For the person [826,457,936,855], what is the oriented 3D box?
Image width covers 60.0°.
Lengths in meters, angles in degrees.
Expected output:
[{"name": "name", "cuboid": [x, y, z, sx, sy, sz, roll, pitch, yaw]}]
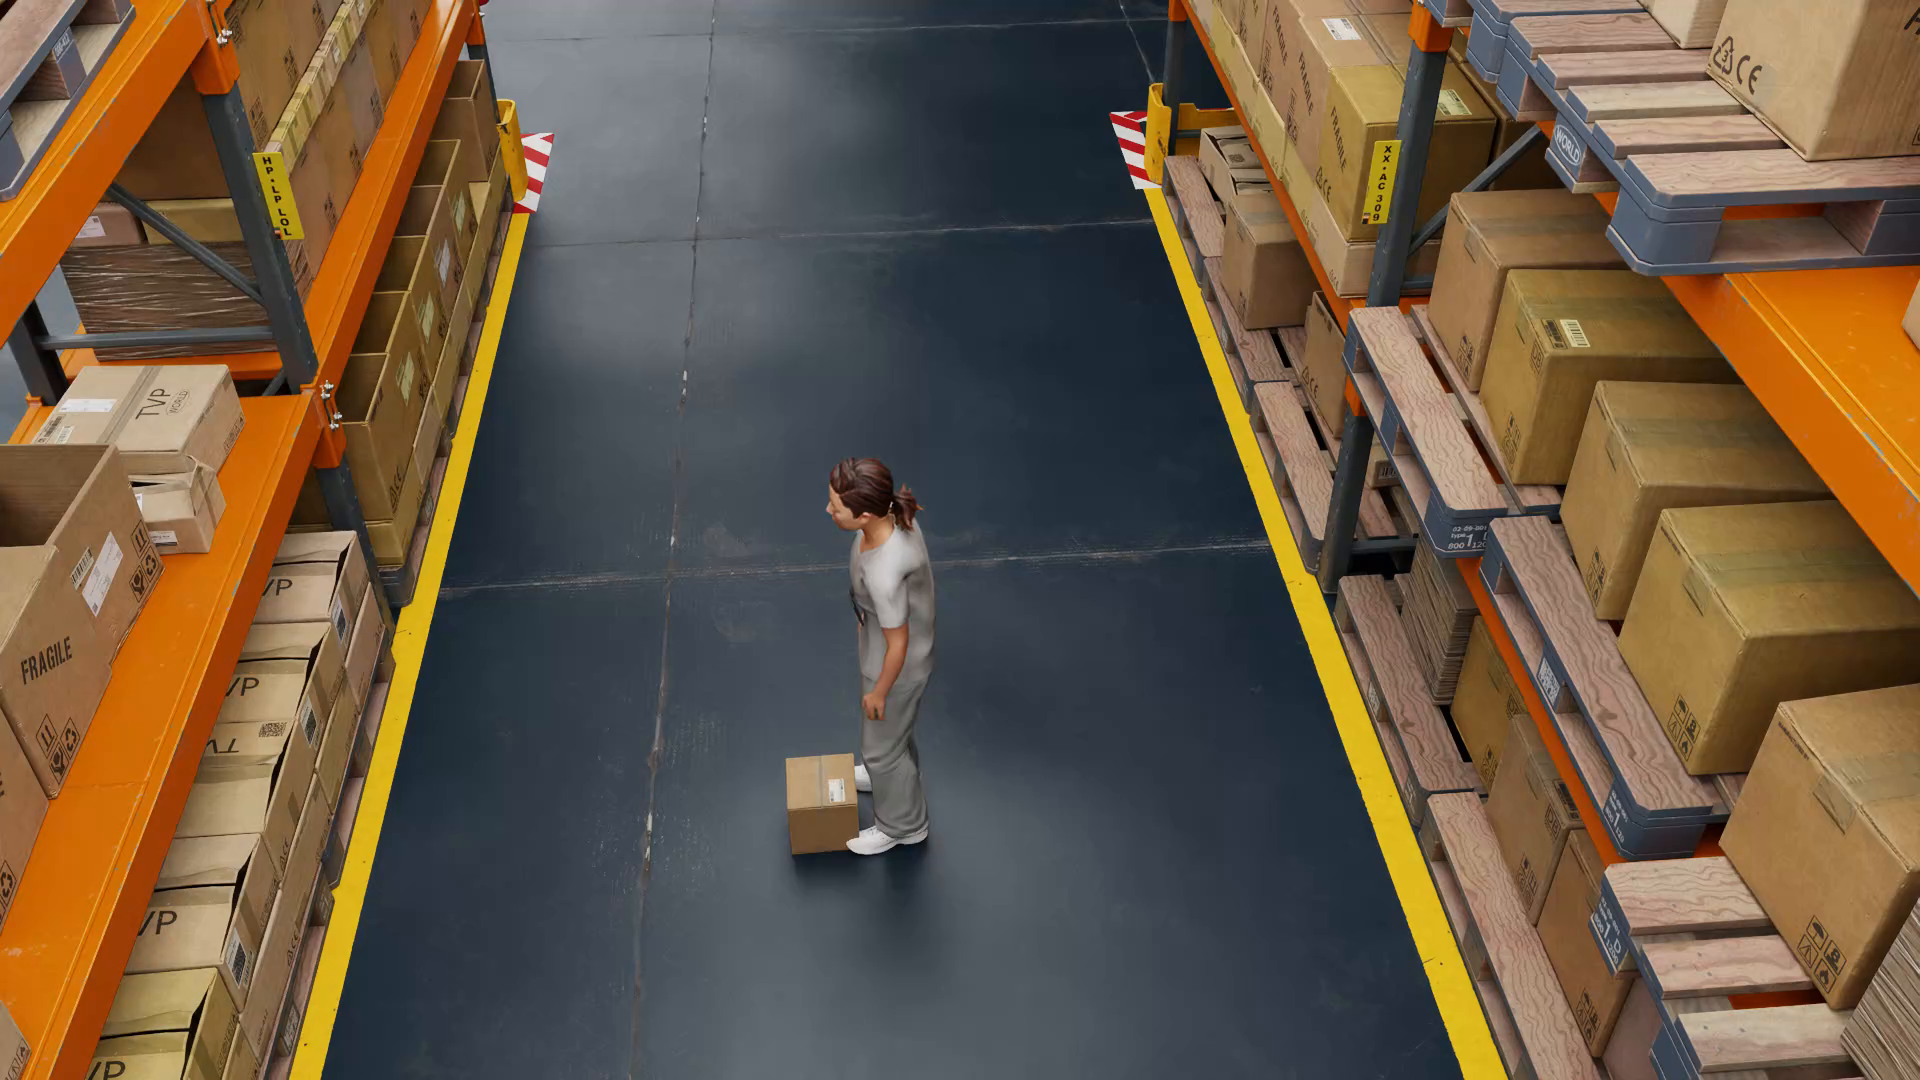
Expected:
[{"name": "person", "cuboid": [-0.259, 0.395, 5.672, 0.357, 1.673, 0.486, -3, 39, -4]}]
